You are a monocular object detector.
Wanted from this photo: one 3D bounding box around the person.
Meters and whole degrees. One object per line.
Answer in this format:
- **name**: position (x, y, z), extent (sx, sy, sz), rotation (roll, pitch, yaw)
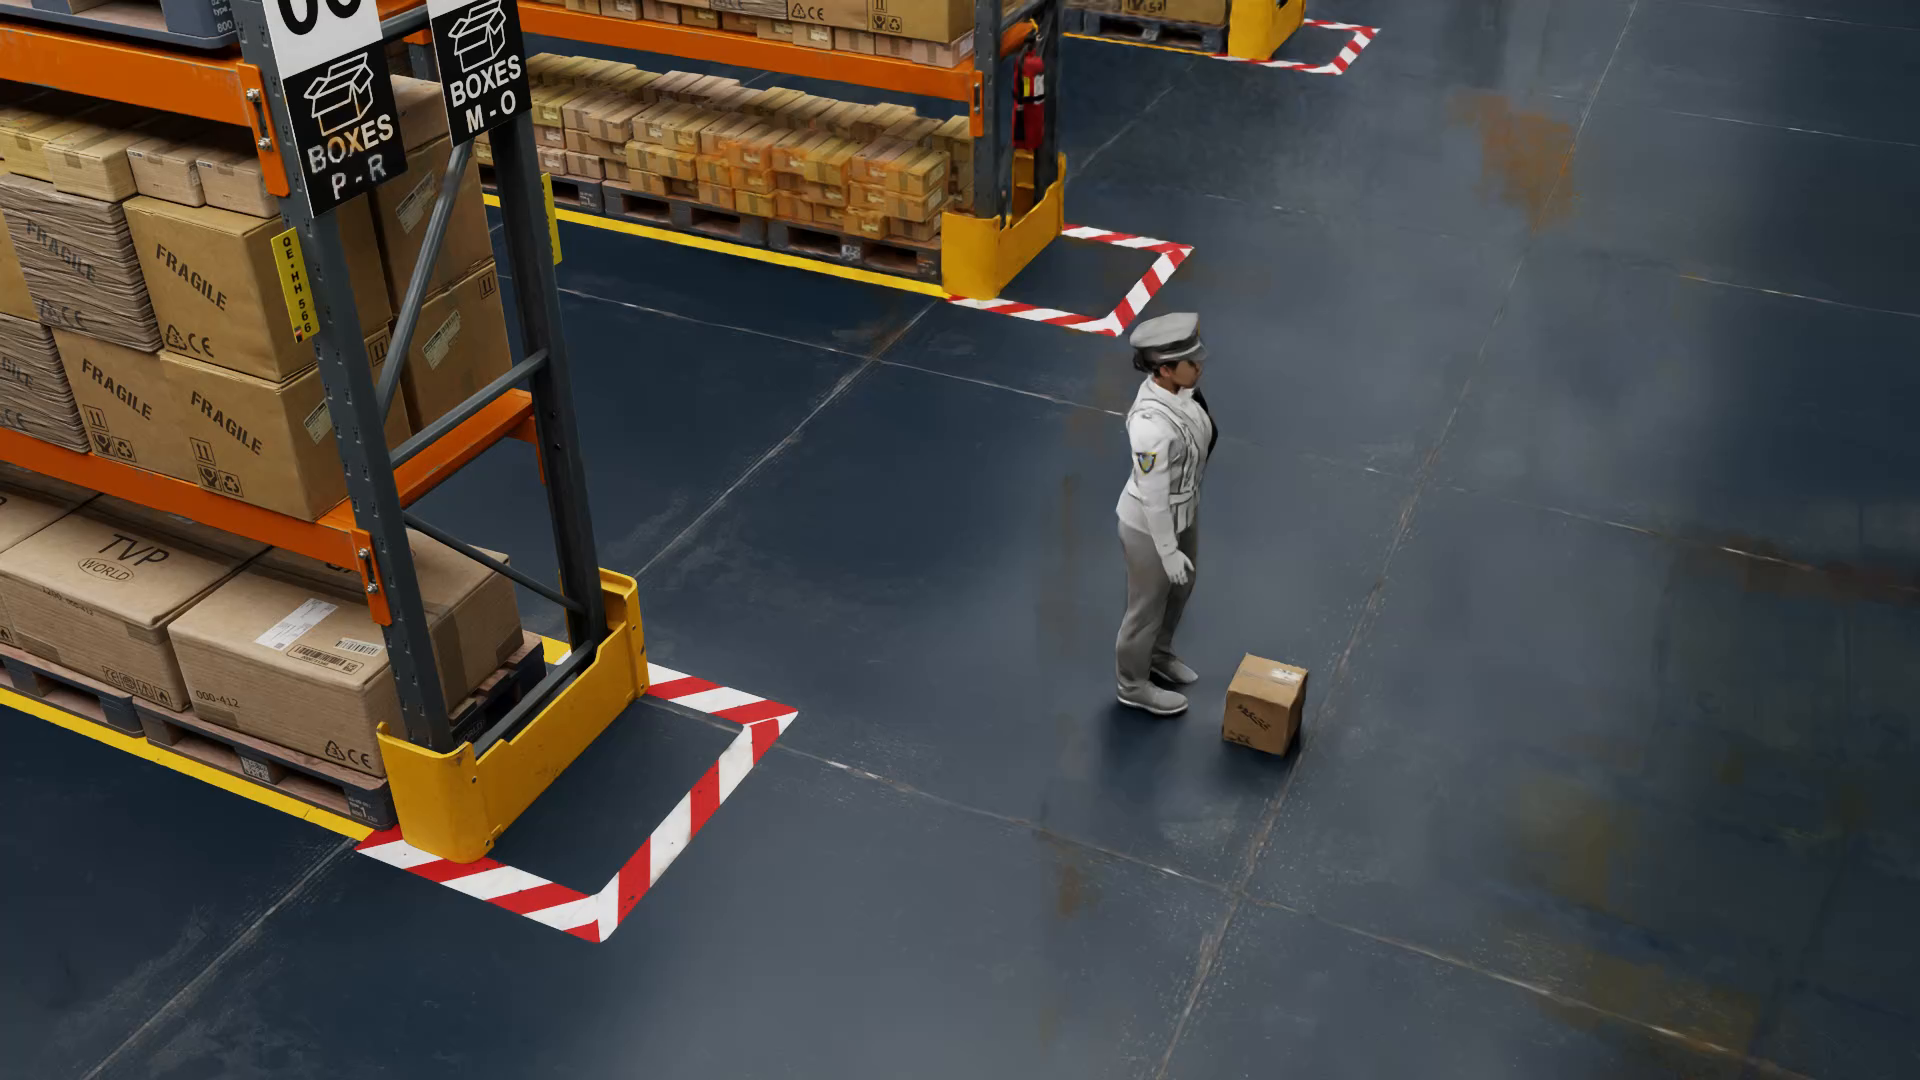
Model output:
- **person**: position (0.761, -0.057, 6.232), extent (0.343, 1.743, 0.500), rotation (10, 35, 15)
